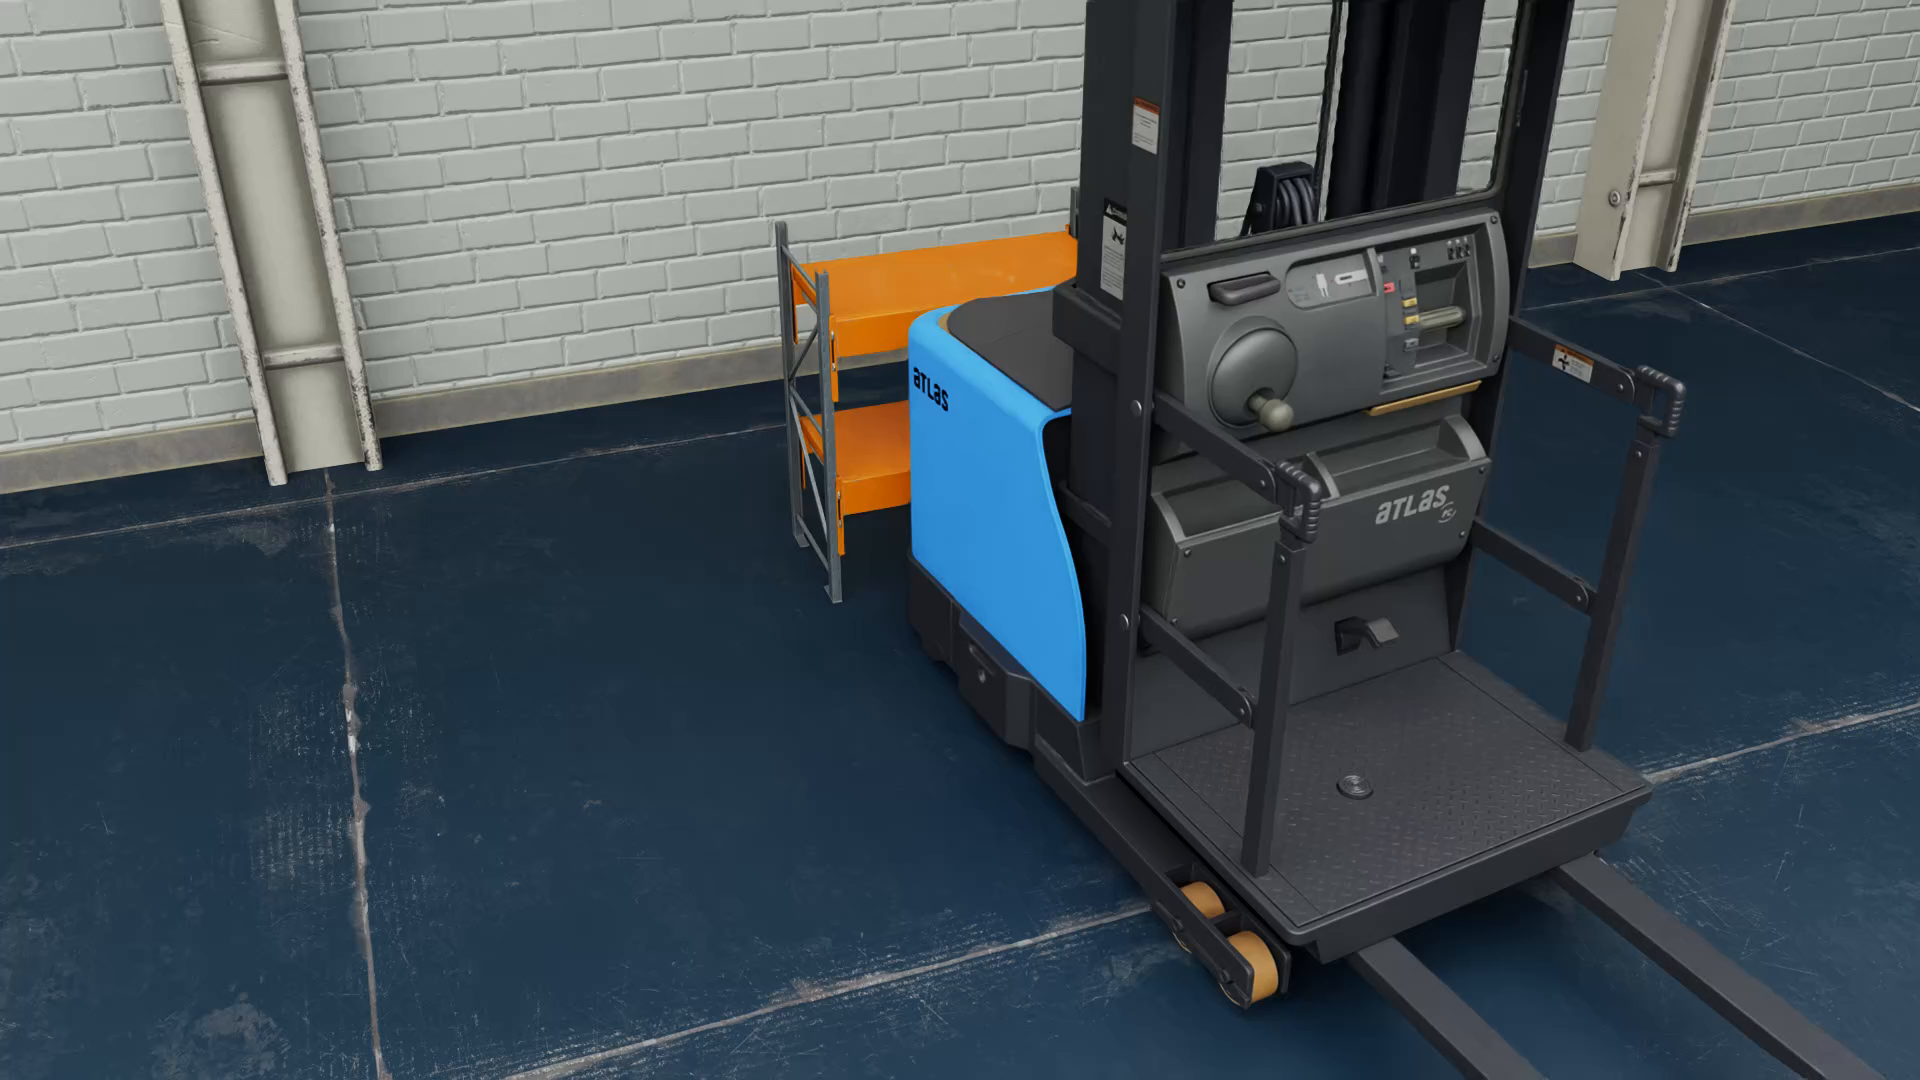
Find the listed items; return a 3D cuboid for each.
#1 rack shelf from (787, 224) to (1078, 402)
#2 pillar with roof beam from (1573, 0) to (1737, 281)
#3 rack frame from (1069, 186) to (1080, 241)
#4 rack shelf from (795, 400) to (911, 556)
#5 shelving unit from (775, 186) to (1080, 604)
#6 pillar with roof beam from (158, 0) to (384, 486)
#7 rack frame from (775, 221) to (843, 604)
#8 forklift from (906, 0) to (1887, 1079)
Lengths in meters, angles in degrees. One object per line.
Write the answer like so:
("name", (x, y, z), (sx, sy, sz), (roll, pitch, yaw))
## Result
("rack shelf", (-0.006, -0.742, 5.325), (1.000, 0.278, 0.538), (-10, 31, -18))
("pillar with roof beam", (4.728, -3.252, 2.367), (0.400, 9.000, 9.100), (-10, 31, -18))
("rack frame", (0.470, -0.575, 5.624), (0.032, 1.125, 0.500), (-10, 31, -18))
("rack shelf", (-0.006, -0.275, 5.591), (1.000, 0.278, 0.538), (-10, 31, -18))
("shelving unit", (-0.006, -0.488, 5.469), (1.048, 1.125, 0.538), (-10, 31, -18))
("pillar with roof beam", (-0.895, -2.216, 0.550), (0.400, 9.000, 9.100), (-10, 31, -18))
("rack frame", (-0.483, -0.400, 5.315), (0.032, 1.125, 0.500), (-10, 31, -18))
("forklift", (0.971, -0.452, 3.582), (1.130, 2.935, 3.031), (-15, 33, -24))
